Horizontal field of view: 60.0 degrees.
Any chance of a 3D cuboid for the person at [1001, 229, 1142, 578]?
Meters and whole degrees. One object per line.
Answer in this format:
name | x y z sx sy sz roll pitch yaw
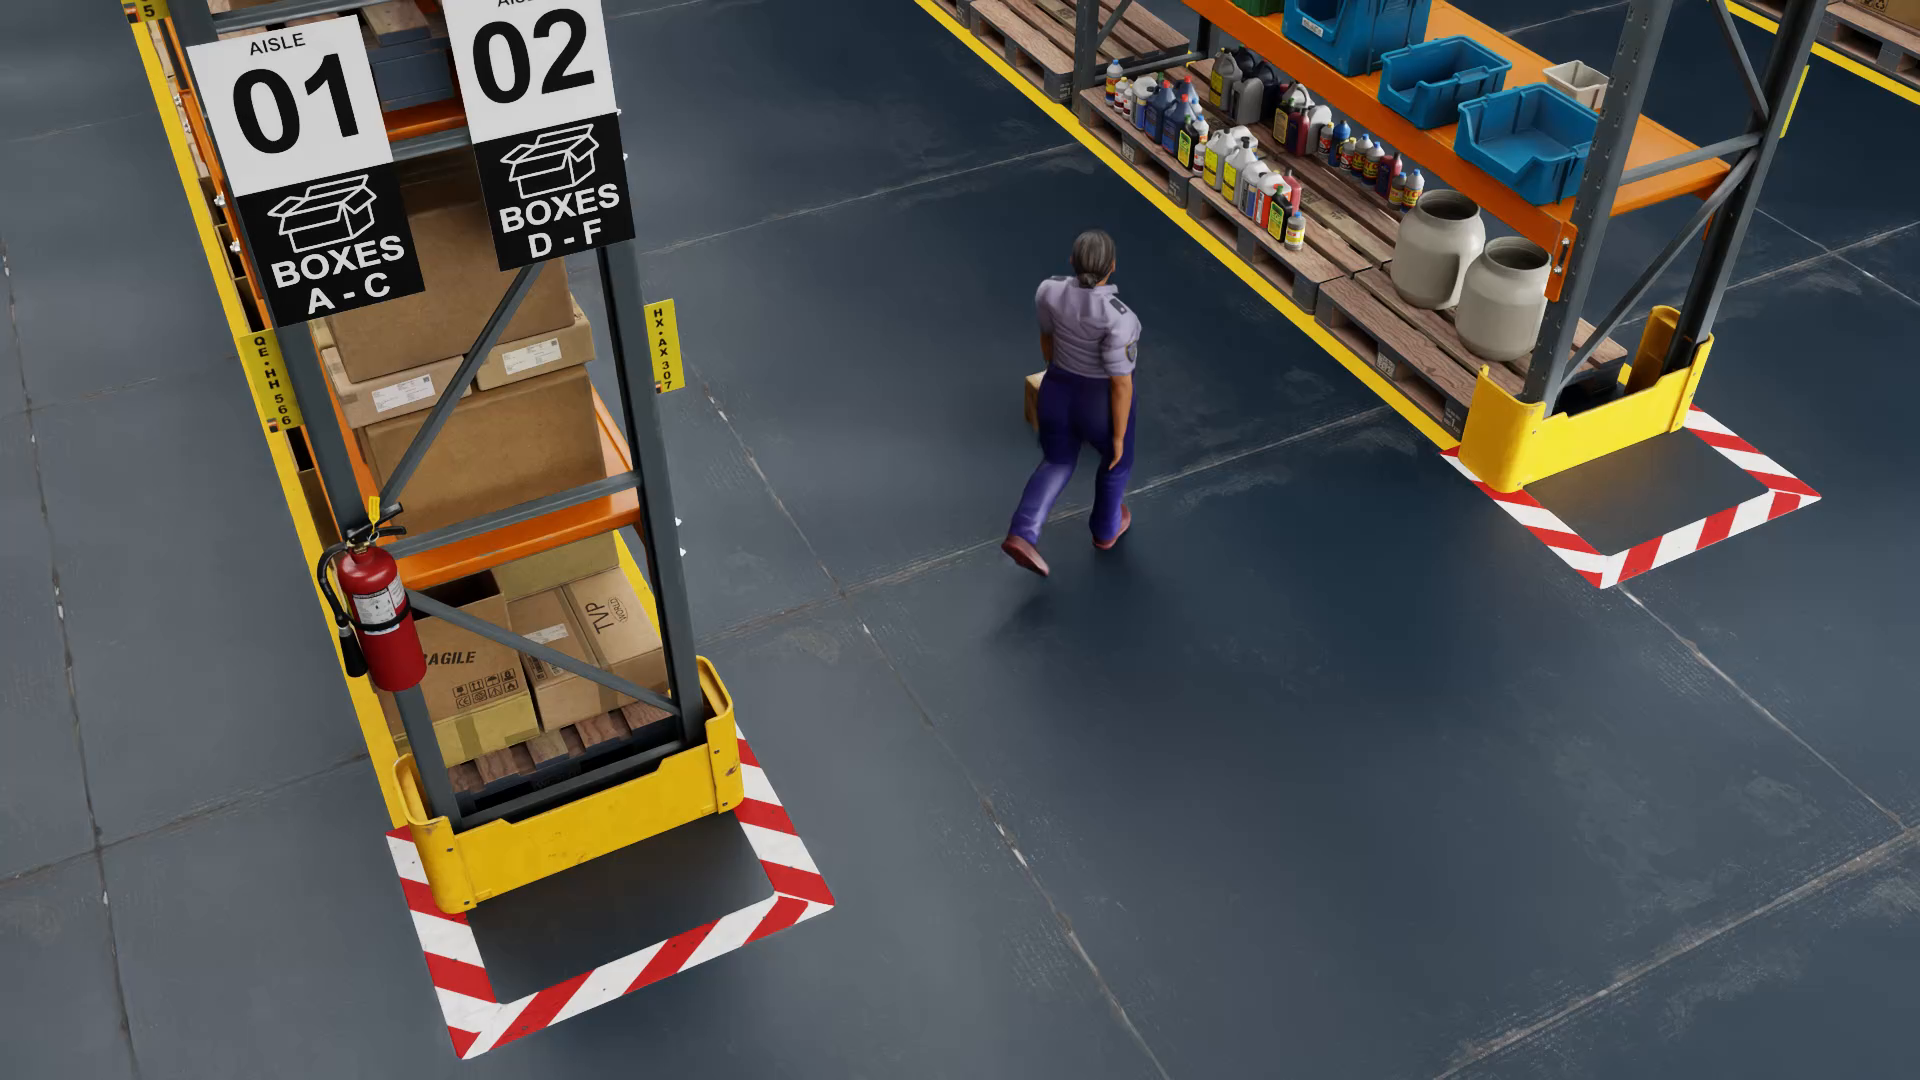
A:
person | 0.490 -0.541 6.781 0.498 1.617 0.772 24 47 25
